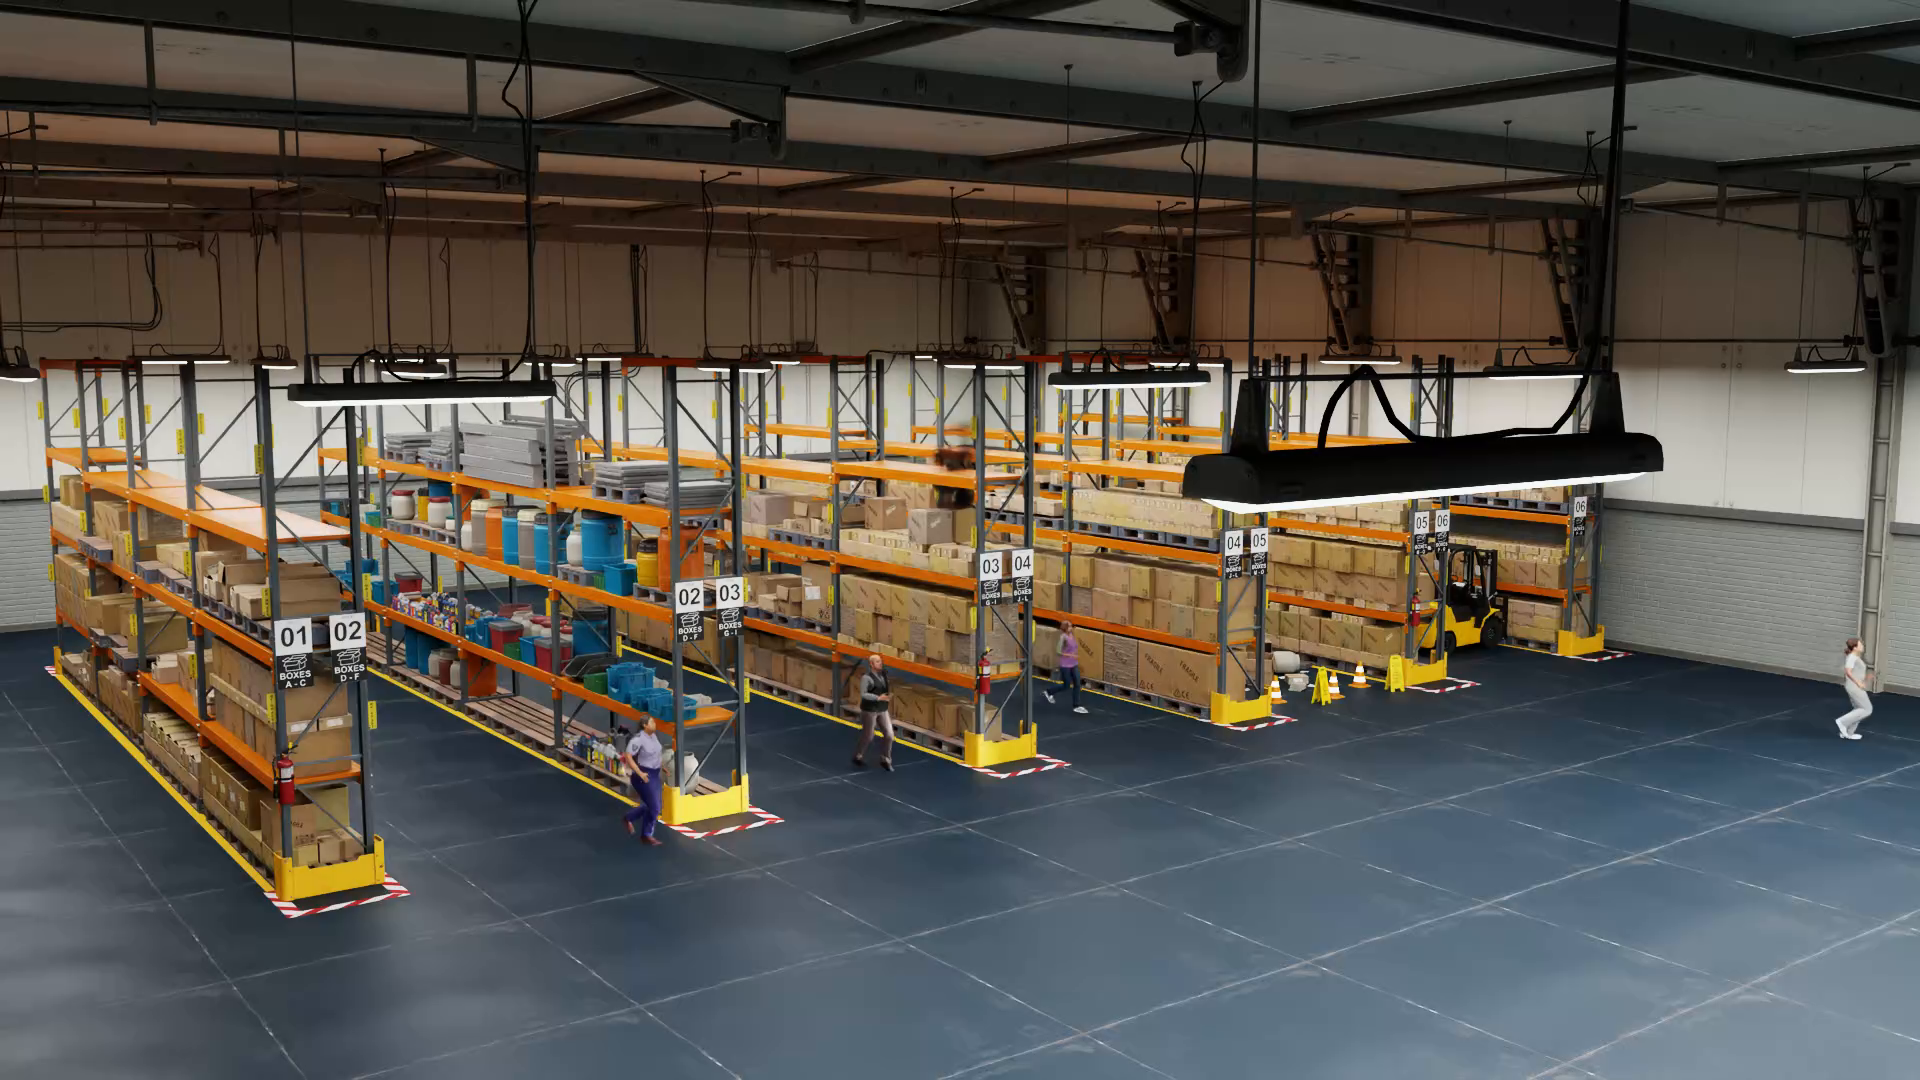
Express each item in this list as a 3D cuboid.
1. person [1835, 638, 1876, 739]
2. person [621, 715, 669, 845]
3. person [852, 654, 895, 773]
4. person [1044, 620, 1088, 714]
[{"bbox_3d":[14.227,2.357,26.386,0.571,1.624,0.559,3,7,20],"label":"person"},{"bbox_3d":[-4.018,3.022,21.120,0.604,1.613,0.657,2,7,16],"label":"person"},{"bbox_3d":[-1.252,2.565,24.432,0.760,1.804,0.673,6,9,39],"label":"person"},{"bbox_3d":[1.831,2.141,28.303,0.843,1.567,0.541,5,9,37],"label":"person"}]
